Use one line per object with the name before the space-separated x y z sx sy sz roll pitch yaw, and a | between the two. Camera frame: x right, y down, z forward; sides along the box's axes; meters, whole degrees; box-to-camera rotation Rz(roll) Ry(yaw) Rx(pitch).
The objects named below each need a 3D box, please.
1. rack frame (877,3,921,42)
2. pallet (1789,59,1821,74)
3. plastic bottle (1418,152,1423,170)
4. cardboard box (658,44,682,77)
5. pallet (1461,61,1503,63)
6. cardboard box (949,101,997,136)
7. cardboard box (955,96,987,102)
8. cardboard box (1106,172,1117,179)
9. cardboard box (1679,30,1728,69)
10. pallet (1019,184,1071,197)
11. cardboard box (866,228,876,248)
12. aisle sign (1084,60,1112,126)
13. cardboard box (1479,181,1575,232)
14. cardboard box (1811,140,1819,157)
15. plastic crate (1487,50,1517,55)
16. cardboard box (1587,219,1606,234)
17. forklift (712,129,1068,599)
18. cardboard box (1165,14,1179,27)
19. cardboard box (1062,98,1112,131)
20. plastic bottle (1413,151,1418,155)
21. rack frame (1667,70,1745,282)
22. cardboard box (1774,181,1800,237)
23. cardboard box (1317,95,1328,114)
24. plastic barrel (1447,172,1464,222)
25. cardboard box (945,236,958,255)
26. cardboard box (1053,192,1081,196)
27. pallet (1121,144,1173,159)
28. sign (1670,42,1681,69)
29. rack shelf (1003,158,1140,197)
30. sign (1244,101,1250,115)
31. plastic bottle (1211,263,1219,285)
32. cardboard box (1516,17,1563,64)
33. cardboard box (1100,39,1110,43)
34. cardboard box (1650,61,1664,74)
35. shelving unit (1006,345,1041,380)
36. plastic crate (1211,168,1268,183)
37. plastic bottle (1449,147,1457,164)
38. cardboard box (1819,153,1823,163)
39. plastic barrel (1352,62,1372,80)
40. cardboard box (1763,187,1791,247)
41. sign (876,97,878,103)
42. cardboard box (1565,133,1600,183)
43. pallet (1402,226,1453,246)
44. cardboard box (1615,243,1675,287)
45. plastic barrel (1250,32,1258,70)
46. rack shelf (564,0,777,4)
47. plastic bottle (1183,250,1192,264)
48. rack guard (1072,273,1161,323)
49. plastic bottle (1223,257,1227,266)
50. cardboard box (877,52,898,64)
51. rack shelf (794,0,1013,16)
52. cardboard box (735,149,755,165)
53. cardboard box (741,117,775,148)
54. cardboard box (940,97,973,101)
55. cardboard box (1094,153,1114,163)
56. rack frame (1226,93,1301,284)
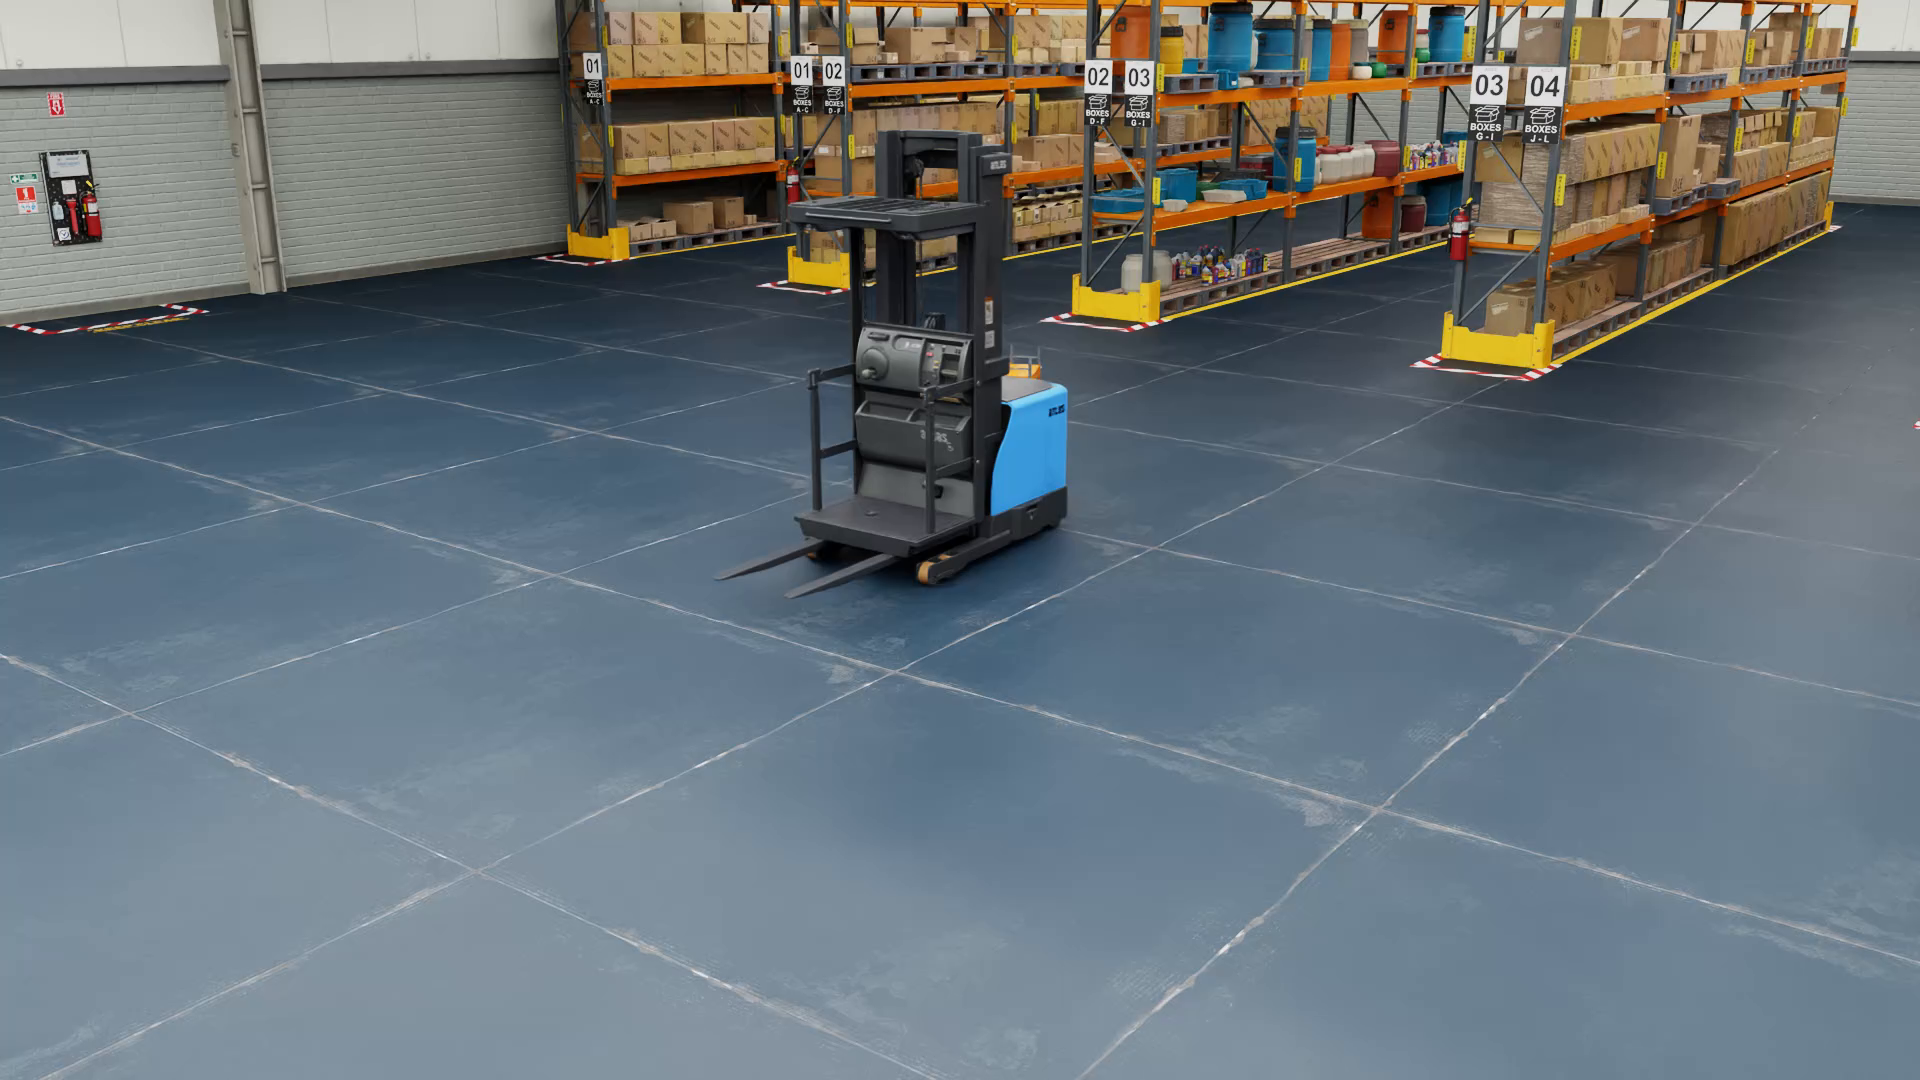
rack frame | -1.183 -10.829 31.943 1.000 3.000 0.127 12 21 35
pallet | 13.630 -7.874 27.635 1.003 0.211 1.213 12 21 35
plastic bottle | 7.683 -6.338 27.792 0.061 0.283 0.133 12 21 35
cardboard box | -4.895 -7.830 27.141 0.500 0.500 0.500 14 22 37
pallet | 8.768 -8.305 29.190 1.213 0.211 1.003 12 21 35
cardboard box | 0.155 -6.698 26.398 0.700 0.500 0.500 13 21 35
cardboard box | 0.208 -8.955 34.055 0.500 0.250 0.500 12 21 34
cardboard box | 3.247 -8.692 38.683 0.700 0.500 0.500 12 21 35
cardboard box | 10.064 -6.661 22.565 0.500 0.500 0.500 13 21 36
pallet | 1.716 -7.753 36.853 1.003 0.211 1.213 12 21 35
cardboard box | -1.175 -4.638 24.785 0.500 0.500 0.500 12 21 35
aisle sign | 1.725 -5.585 20.788 0.394 0.787 0.004 12 21 35
cardboard box | 6.334 -3.749 18.589 0.875 0.500 0.500 12 21 35
cardboard box | 14.529 -6.785 28.787 0.500 0.250 0.500 12 21 35
plastic crate | 10.409 -9.207 31.880 0.504 0.338 0.767 12 21 35
cardboard box | 7.317 -3.679 19.457 0.380 0.149 0.250 12 21 35
forklift | -0.449 -1.250 11.327 1.130 2.935 3.031 12 21 34
cardboard box | 3.670 -9.394 30.522 0.500 0.500 0.500 12 21 35
cardboard box | 2.863 -9.715 37.963 0.980 0.700 0.700 12 21 34
plastic bottle | 7.996 -6.735 29.210 0.097 0.201 0.097 0 17 0
rack frame | 10.751 -5.339 24.377 1.000 3.000 0.127 12 21 35
cardboard box | 13.592 -5.620 28.159 0.875 0.875 0.875 12 21 35
cardboard box | 7.520 -9.366 35.492 0.500 0.500 0.500 12 21 34
plastic barrel | 8.819 -6.238 30.105 0.600 0.901 0.708 12 21 35
cardboard box | -0.278 -4.637 26.045 0.500 0.250 0.500 12 21 35
cardboard box | 1.943 -6.046 29.637 0.500 0.311 0.500 12 21 33
pallet | 3.145 -7.172 30.605 1.213 0.211 1.003 12 21 35
sign | 8.808 -5.971 20.485 0.100 0.325 0.005 12 21 35
rack shelf | 1.606 -6.270 28.590 1.077 0.370 4.000 12 21 35
sign | 5.629 -8.498 32.600 0.100 0.325 0.005 12 21 35
plastic bottle | 3.487 -3.649 22.774 0.061 0.283 0.133 13 21 36
cardboard box | 6.705 -5.708 18.996 0.500 0.500 0.500 12 21 35
cardboard box | 3.051 -11.134 37.356 0.500 0.250 0.500 11 21 33
cardboard box | 8.406 -5.809 20.414 0.380 0.149 0.250 13 22 36
shelving unit | 0.471 -0.886 13.074 0.258 1.200 0.503 3 18 10
plastic crate | 3.976 -5.129 23.808 0.767 0.338 0.504 12 21 35
plastic bottle | 8.583 -6.717 29.025 0.152 0.276 0.135 12 21 35
cardboard box | 14.963 -6.738 29.306 0.380 0.149 0.250 12 21 33
plastic barrel | 6.203 -7.236 25.663 0.301 0.262 0.301 0 17 0
cardboard box | 12.769 -5.321 27.196 1.225 0.875 0.875 12 21 35
sign | -1.631 -8.615 32.975 0.100 0.325 0.005 12 21 35
cardboard box | 6.835 -4.301 18.680 0.500 0.500 0.500 12 21 35
pallet | 7.937 -5.367 29.169 1.003 0.211 1.213 12 21 35
cardboard box | 9.383 -3.788 22.858 0.700 0.500 0.500 10 20 30
plastic barrel | 3.976 -6.880 23.385 0.421 0.512 0.421 0 17 0
rack shelf | -4.758 -9.055 27.449 1.077 0.370 4.000 12 21 35
plastic bottle | 3.210 -3.941 23.601 0.144 0.351 0.185 12 21 34
rack guard | 2.014 -3.141 21.516 1.175 0.500 0.348 12 21 35
plastic bottle | 3.745 -3.828 23.350 0.061 0.283 0.133 12 21 35
cardboard box | -1.127 -7.014 24.193 0.380 0.149 0.250 12 21 35
rack shelf | -0.777 -7.991 24.691 1.077 0.370 4.000 12 21 35
cardboard box | -3.909 -6.666 28.871 0.500 0.250 0.500 13 21 35
cardboard box | -3.600 -7.141 29.135 0.500 0.500 0.500 12 21 35
cardboard box | -0.091 -8.832 33.660 0.500 0.250 0.500 13 21 35
cardboard box | 2.484 -6.707 29.207 0.380 0.149 0.250 12 21 35
rack frame | 4.390 -5.261 24.128 1.000 3.000 0.127 12 21 35
